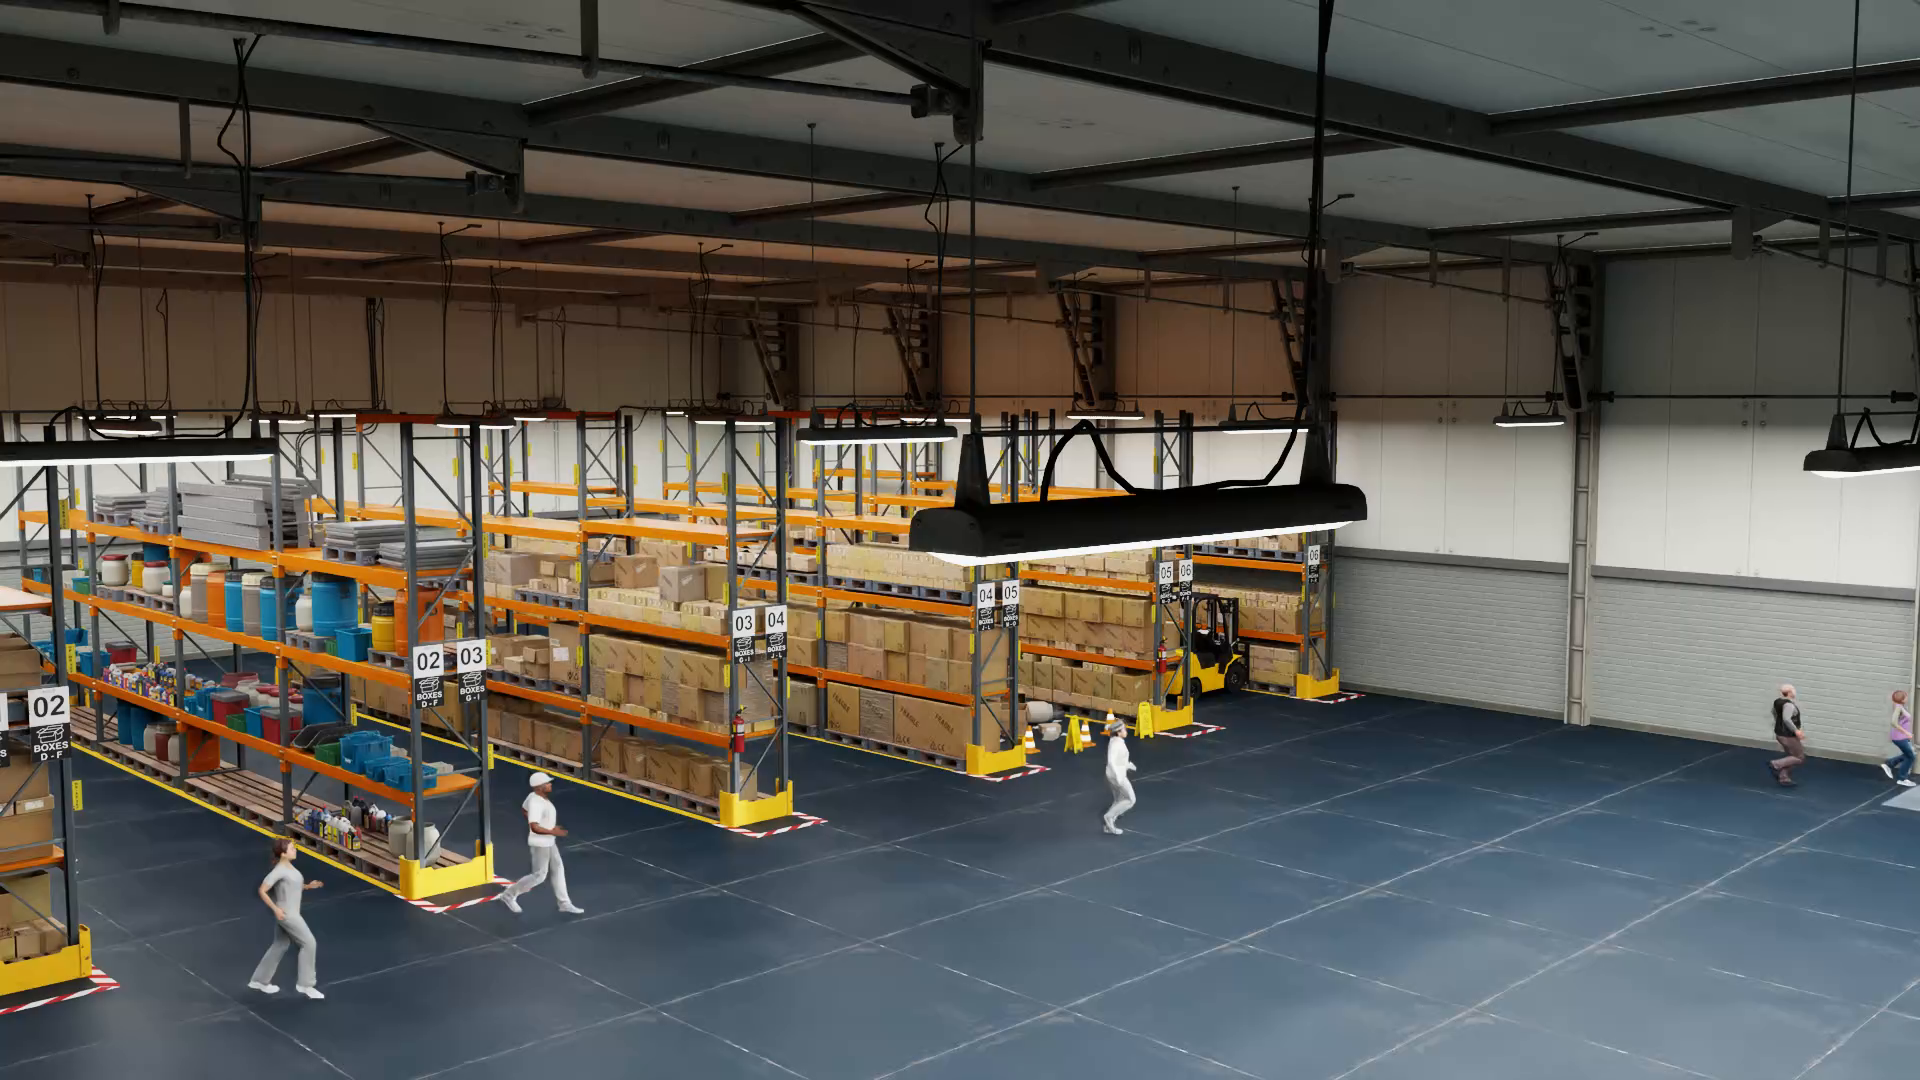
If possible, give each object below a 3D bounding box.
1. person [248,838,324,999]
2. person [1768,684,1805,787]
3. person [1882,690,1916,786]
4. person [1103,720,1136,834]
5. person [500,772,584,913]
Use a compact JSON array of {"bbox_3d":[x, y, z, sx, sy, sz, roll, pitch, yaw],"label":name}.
[{"bbox_3d":[-7.076,3.980,17.429,0.770,1.725,0.539,-2,5,-18],"label":"person"},{"bbox_3d":[13.364,3.165,26.918,0.583,1.679,0.665,0,5,5],"label":"person"},{"bbox_3d":[15.291,3.217,27.042,0.509,1.545,0.567,3,6,32],"label":"person"},{"bbox_3d":[2.310,3.422,24.046,0.534,1.650,0.628,-1,5,-7],"label":"person"},{"bbox_3d":[-5.076,3.694,20.186,0.985,1.765,0.731,-1,5,-7],"label":"person"}]
